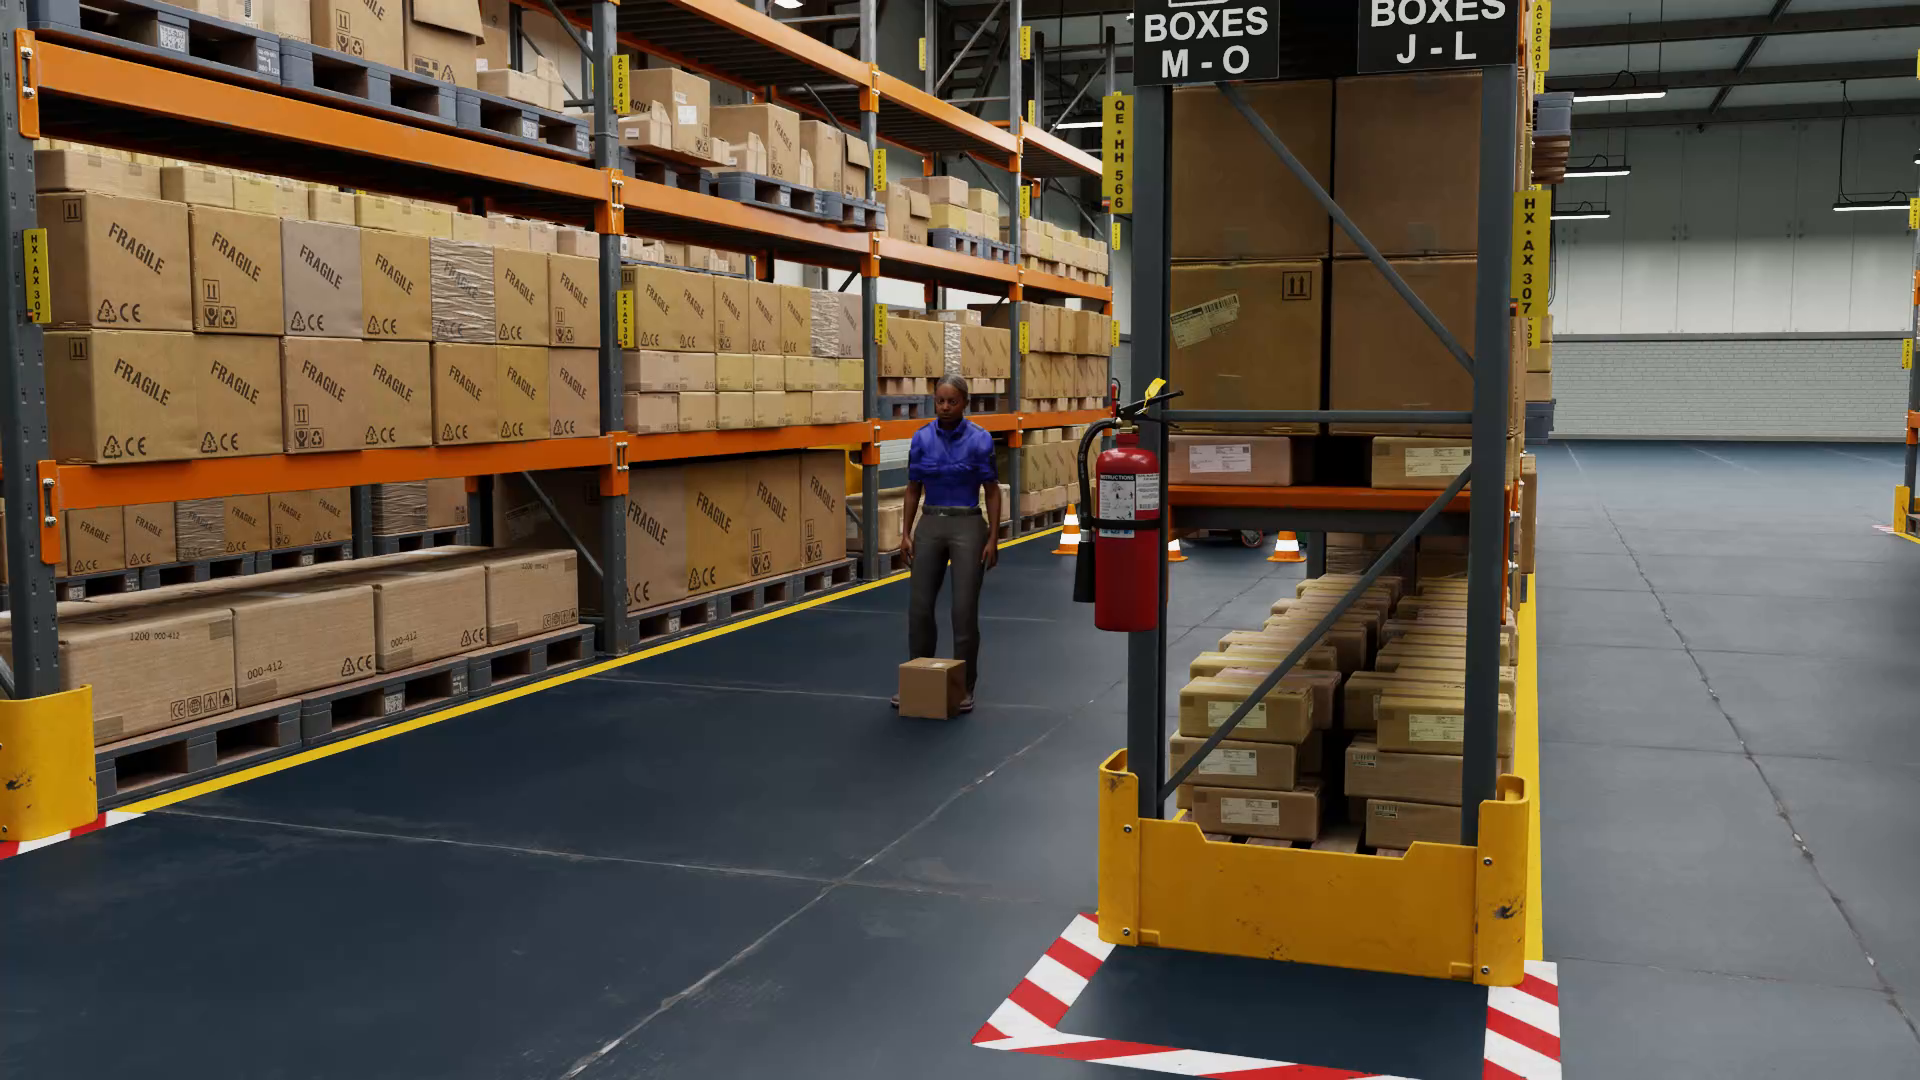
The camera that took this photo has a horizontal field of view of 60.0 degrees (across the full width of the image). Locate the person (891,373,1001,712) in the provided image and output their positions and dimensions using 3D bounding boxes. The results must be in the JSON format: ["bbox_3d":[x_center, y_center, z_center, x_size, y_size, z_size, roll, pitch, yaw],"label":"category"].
[{"bbox_3d":[-0.068,0.004,8.228,0.532,1.655,0.397,1,6,16],"label":"person"}]
